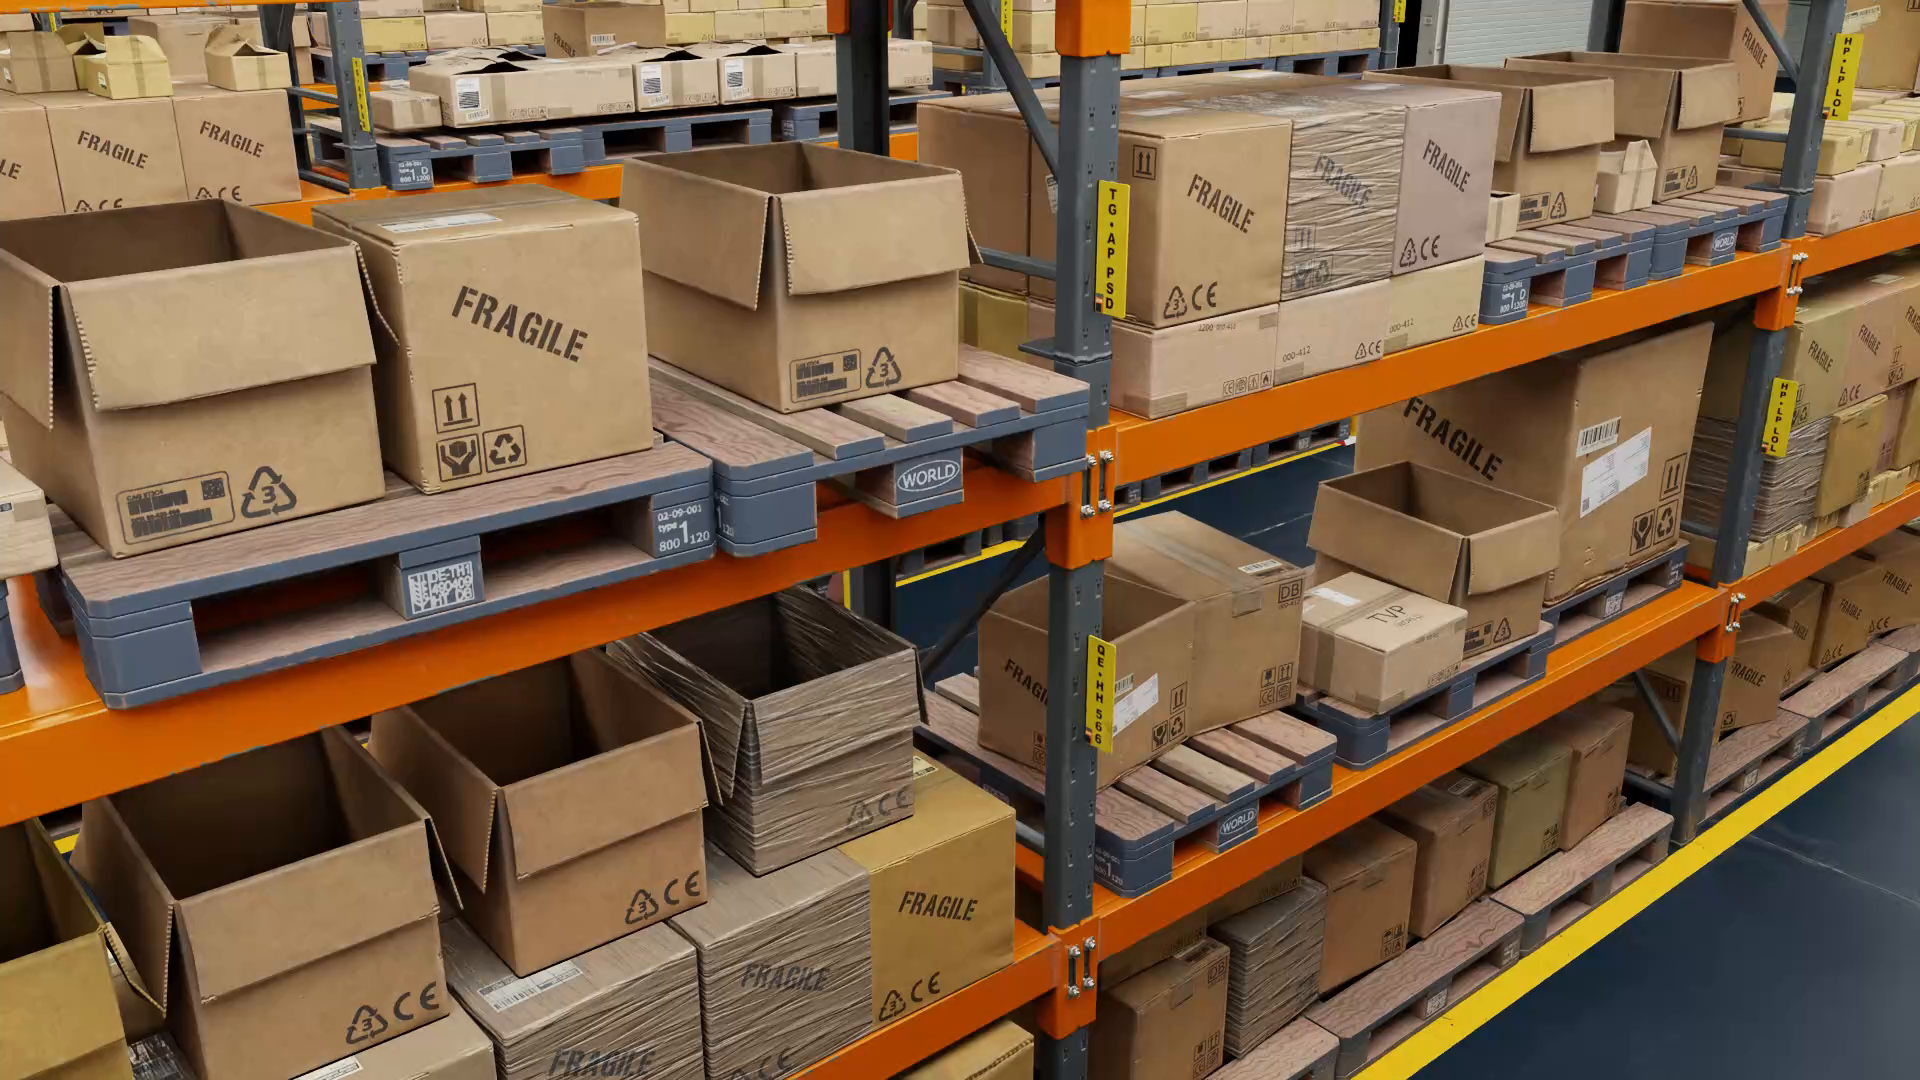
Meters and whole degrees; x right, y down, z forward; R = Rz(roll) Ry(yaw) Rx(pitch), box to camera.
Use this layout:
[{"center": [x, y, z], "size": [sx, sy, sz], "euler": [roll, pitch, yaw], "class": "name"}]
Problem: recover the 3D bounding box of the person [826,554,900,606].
[{"center": [-0.513, 0.059, 9.037], "size": [0.406, 1.610, 0.474], "euler": [-16, 26, -36], "class": "person"}]
